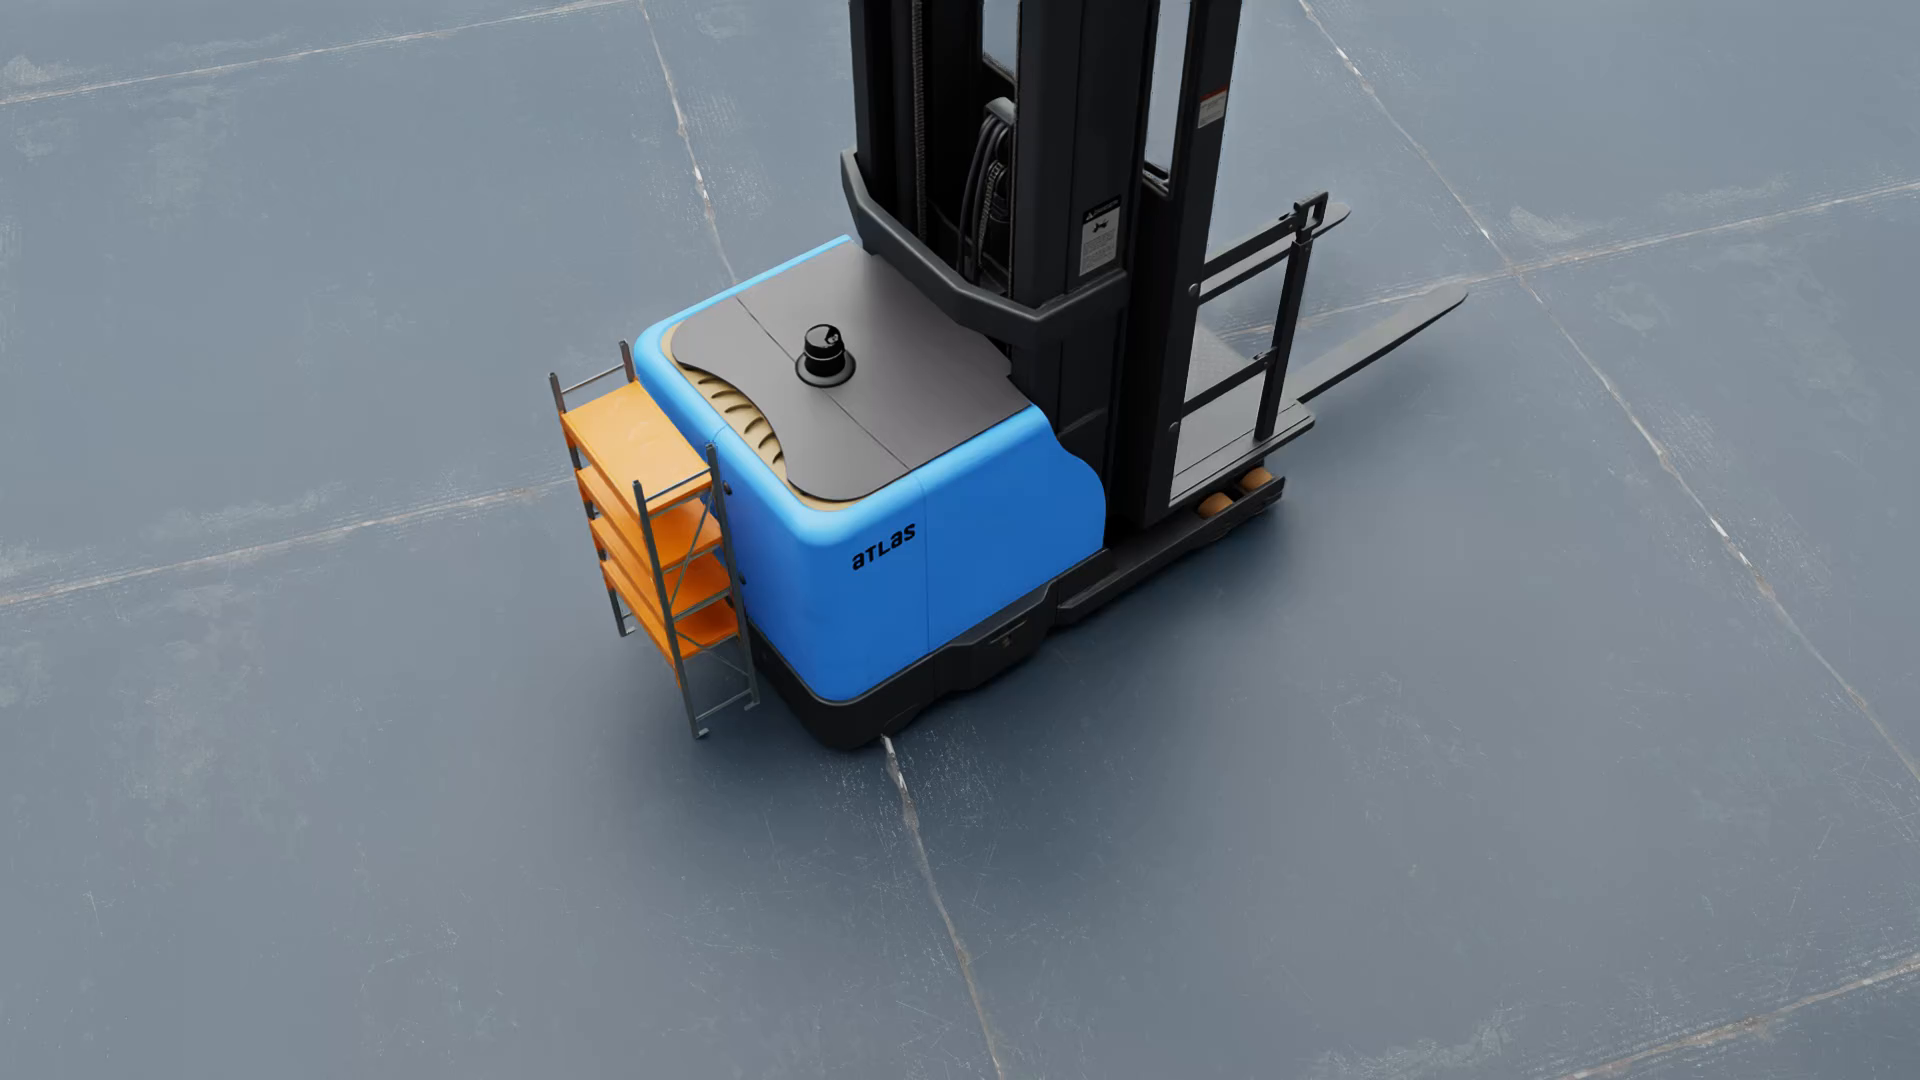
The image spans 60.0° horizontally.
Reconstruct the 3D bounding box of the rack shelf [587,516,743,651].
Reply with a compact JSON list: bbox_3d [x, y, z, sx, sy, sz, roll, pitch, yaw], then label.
[{"bbox_3d":[-0.885,0.076,4.988,0.258,0.148,0.480,-29,56,-21],"label":"rack shelf"}]

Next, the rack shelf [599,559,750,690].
[{"bbox_3d":[-0.883,0.203,5.140,0.258,0.148,0.480,-29,56,-21],"label":"rack shelf"}]

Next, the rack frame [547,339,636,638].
[{"bbox_3d":[-1.026,-0.120,5.065,0.240,1.200,0.015,-29,56,-21],"label":"rack frame"}]

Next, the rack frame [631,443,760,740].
[{"bbox_3d":[-0.745,0.185,4.807,0.240,1.200,0.015,-29,56,-21],"label":"rack frame"}]

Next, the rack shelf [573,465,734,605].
[{"bbox_3d":[-0.887,-0.068,4.816,0.258,0.148,0.480,-29,56,-21],"label":"rack shelf"}]

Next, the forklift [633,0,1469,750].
[{"bbox_3d":[0.508,-1.239,4.878,3.031,2.935,1.130,-30,56,-23],"label":"forklift"}]

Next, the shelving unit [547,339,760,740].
[{"bbox_3d":[-0.885,0.033,4.936,0.258,1.200,0.503,-29,56,-21],"label":"shelving unit"}]

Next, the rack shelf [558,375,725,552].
[{"bbox_3d":[-0.888,-0.219,4.634,0.258,0.148,0.480,-29,56,-21],"label":"rack shelf"}]
